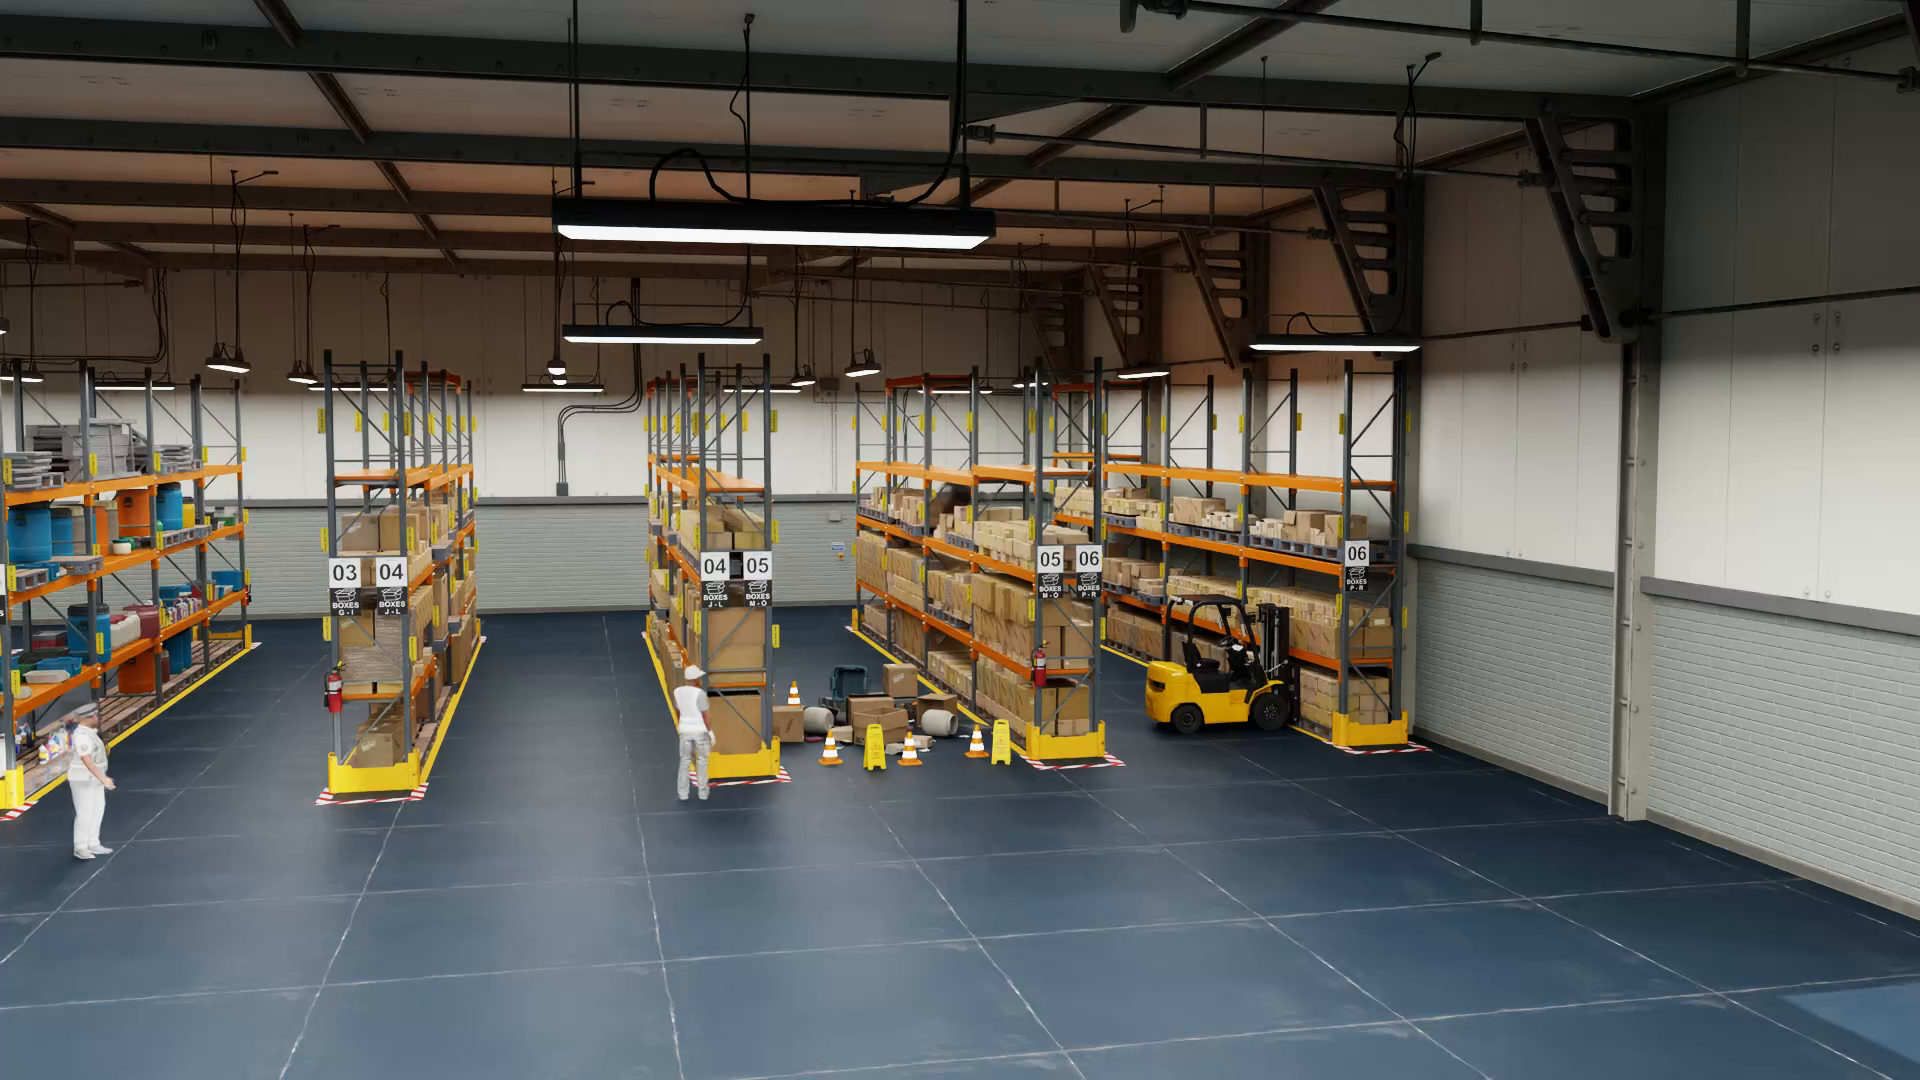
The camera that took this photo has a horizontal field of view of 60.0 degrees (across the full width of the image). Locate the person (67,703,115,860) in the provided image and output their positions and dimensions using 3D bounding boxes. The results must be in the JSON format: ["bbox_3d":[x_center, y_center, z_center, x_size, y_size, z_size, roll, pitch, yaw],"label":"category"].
[{"bbox_3d":[-10.002,2.791,19.248,0.607,1.806,0.627,0,4,-6],"label":"person"}]

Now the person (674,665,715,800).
[{"bbox_3d":[-3.521,2.559,22.143,0.601,1.794,0.430,1,4,14],"label":"person"}]
